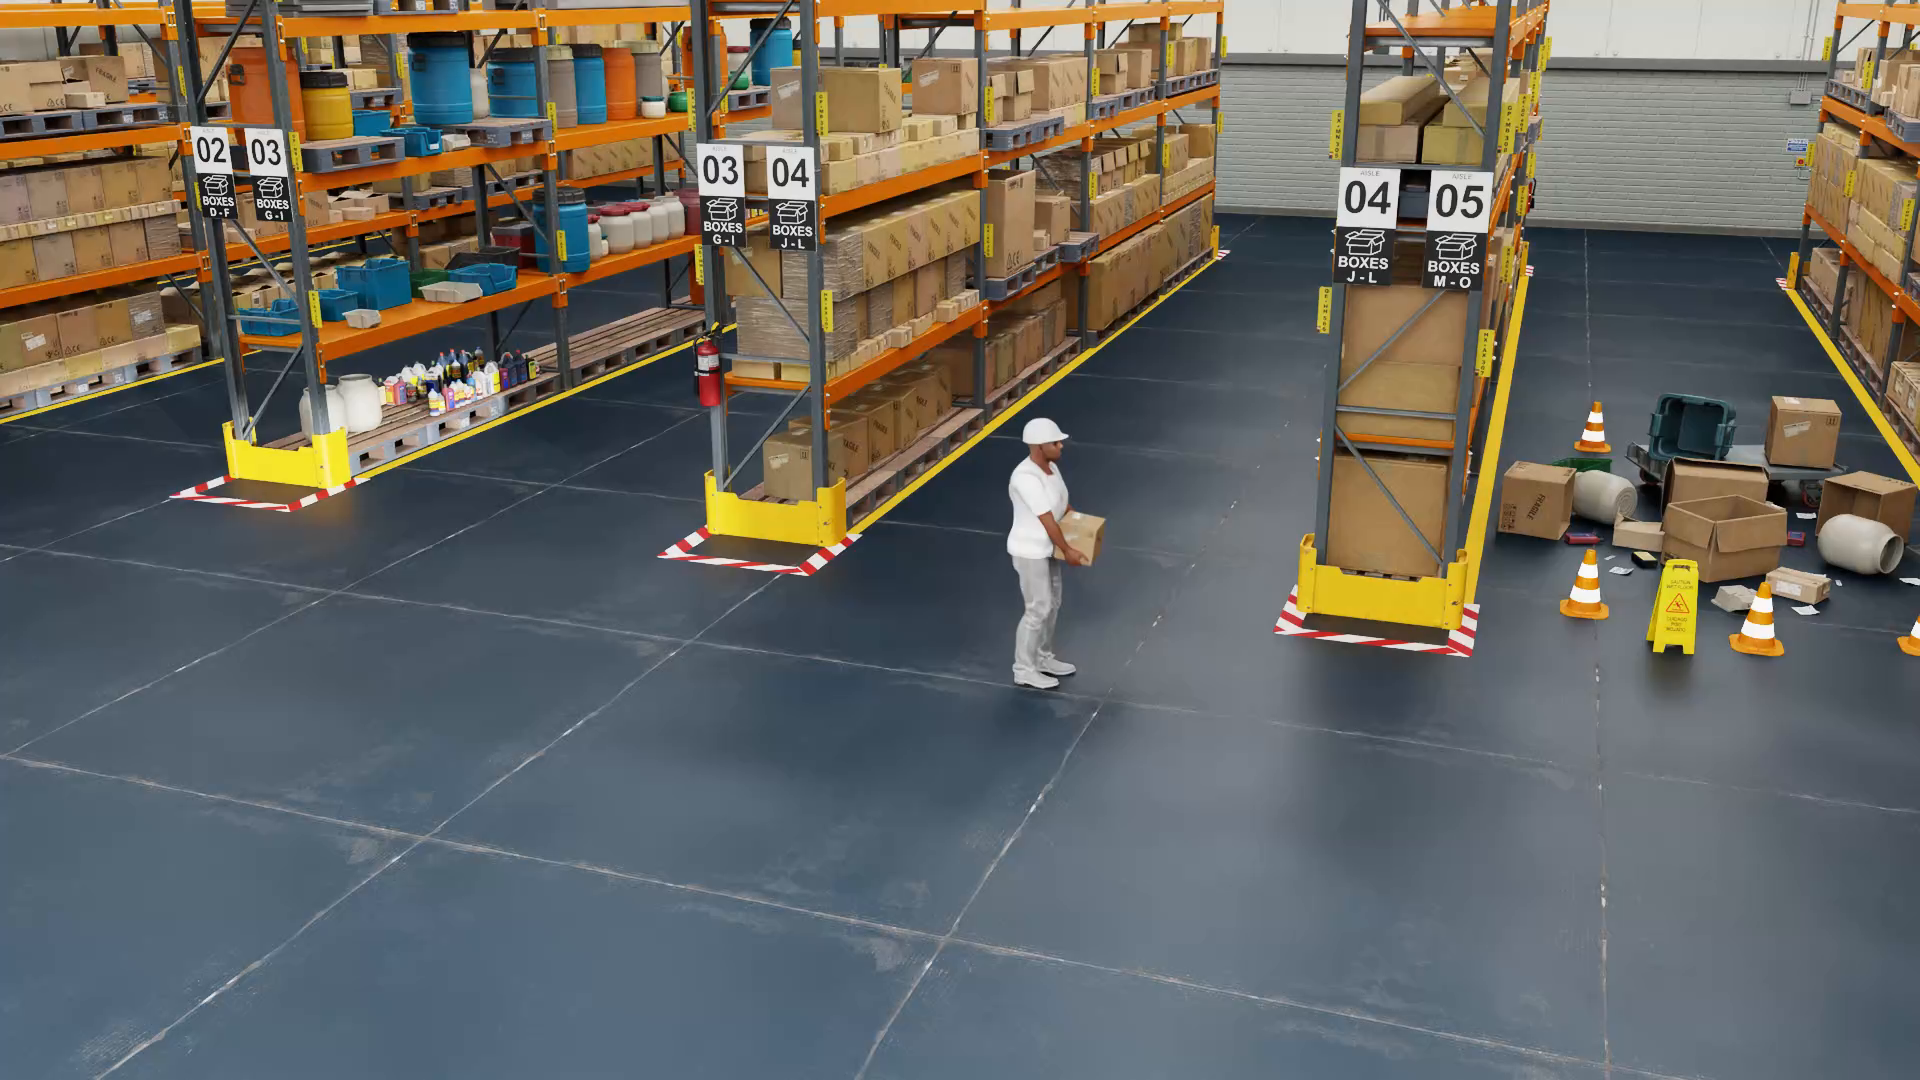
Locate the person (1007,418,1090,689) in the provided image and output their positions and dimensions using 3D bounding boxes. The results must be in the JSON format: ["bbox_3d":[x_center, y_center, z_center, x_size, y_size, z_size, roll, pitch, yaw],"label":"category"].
[{"bbox_3d":[0.604,0.078,10.794,0.563,1.763,0.505,6,19,17],"label":"person"}]
